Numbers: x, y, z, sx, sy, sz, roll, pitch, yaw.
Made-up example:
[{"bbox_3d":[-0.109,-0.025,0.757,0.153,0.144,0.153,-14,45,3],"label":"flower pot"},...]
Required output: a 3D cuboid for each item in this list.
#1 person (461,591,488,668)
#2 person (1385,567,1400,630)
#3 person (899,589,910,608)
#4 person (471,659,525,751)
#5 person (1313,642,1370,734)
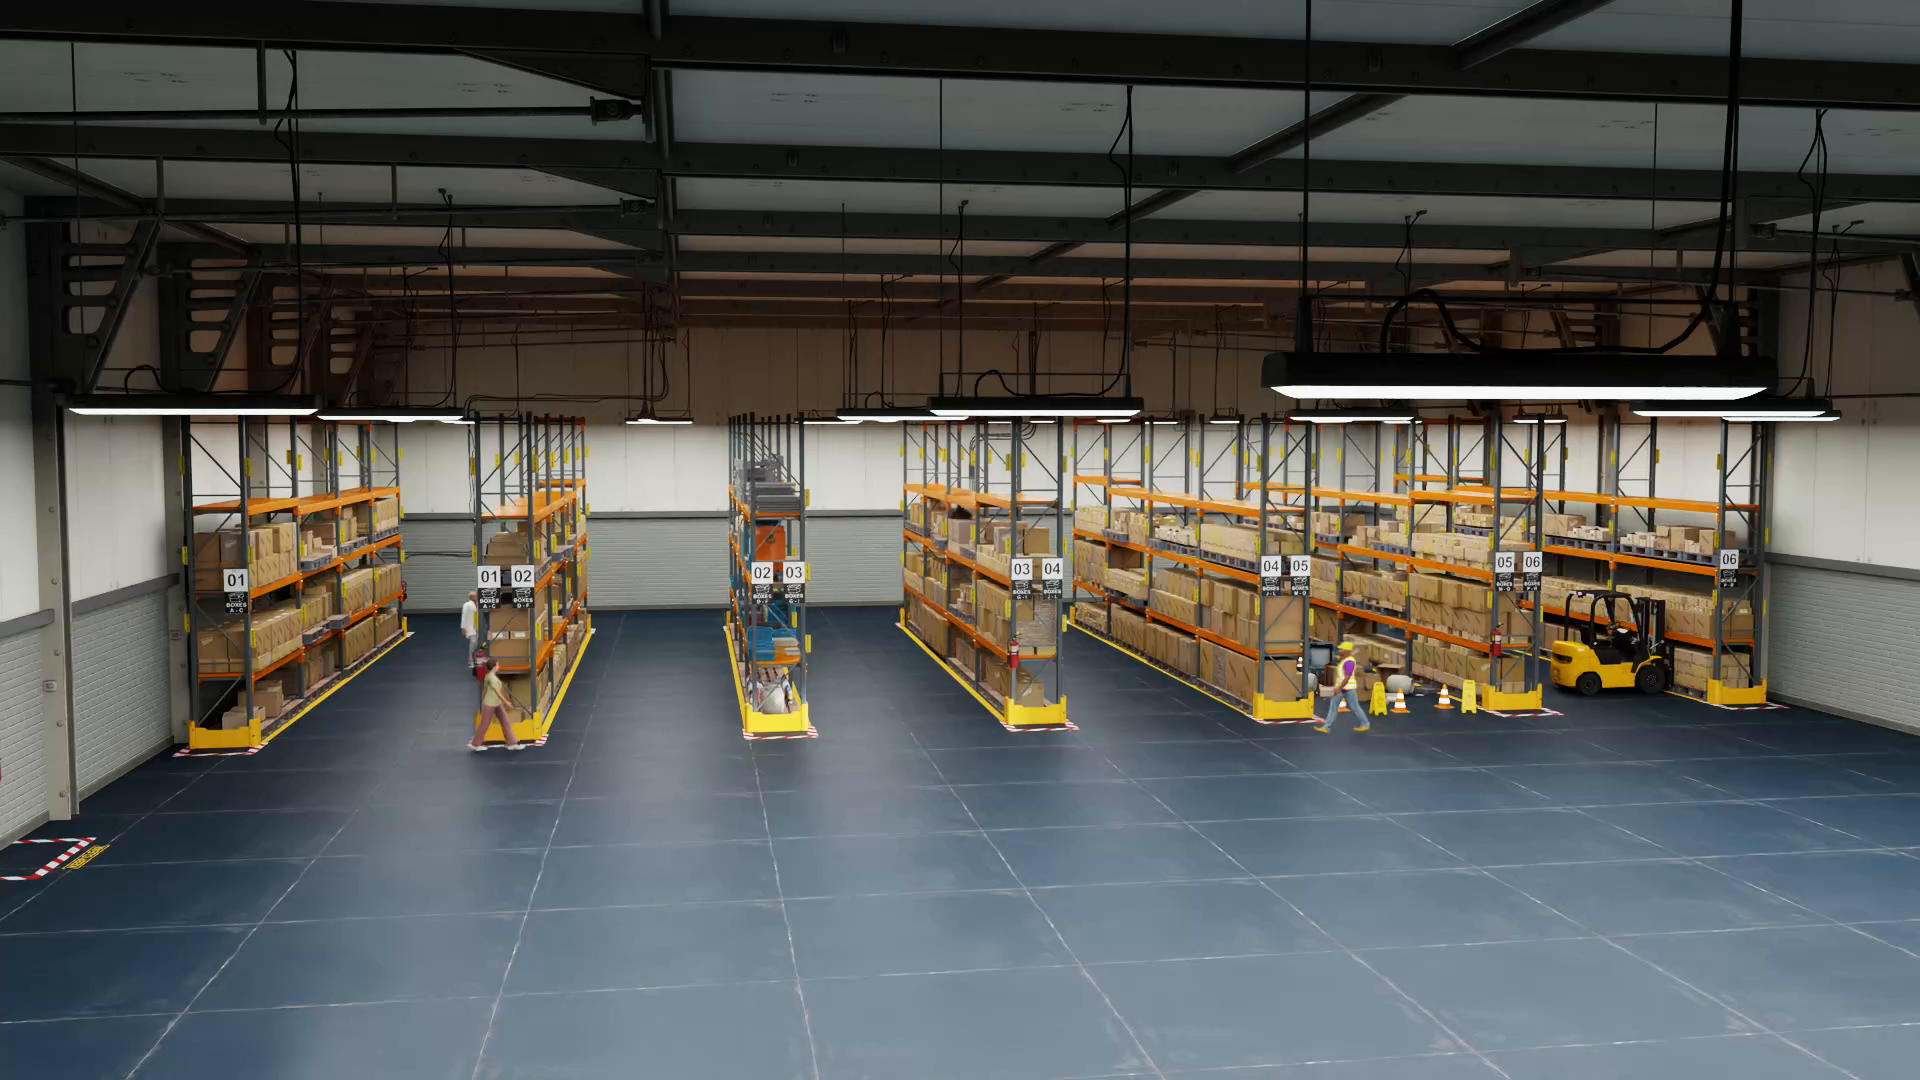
[{"bbox_3d":[-11.630,2.150,39.799,0.670,1.839,0.662,4,5,44],"label":"person"},{"bbox_3d":[12.243,1.662,46.819,0.503,1.780,0.626,1,4,11],"label":"person"},{"bbox_3d":[-1.421,1.445,49.811,0.756,1.750,0.592,3,5,33],"label":"person"},{"bbox_3d":[-8.163,2.896,29.256,0.944,1.619,0.399,1,4,13],"label":"person"},{"bbox_3d":[7.143,2.755,30.921,1.069,1.718,0.515,-2,4,-27],"label":"person"}]
